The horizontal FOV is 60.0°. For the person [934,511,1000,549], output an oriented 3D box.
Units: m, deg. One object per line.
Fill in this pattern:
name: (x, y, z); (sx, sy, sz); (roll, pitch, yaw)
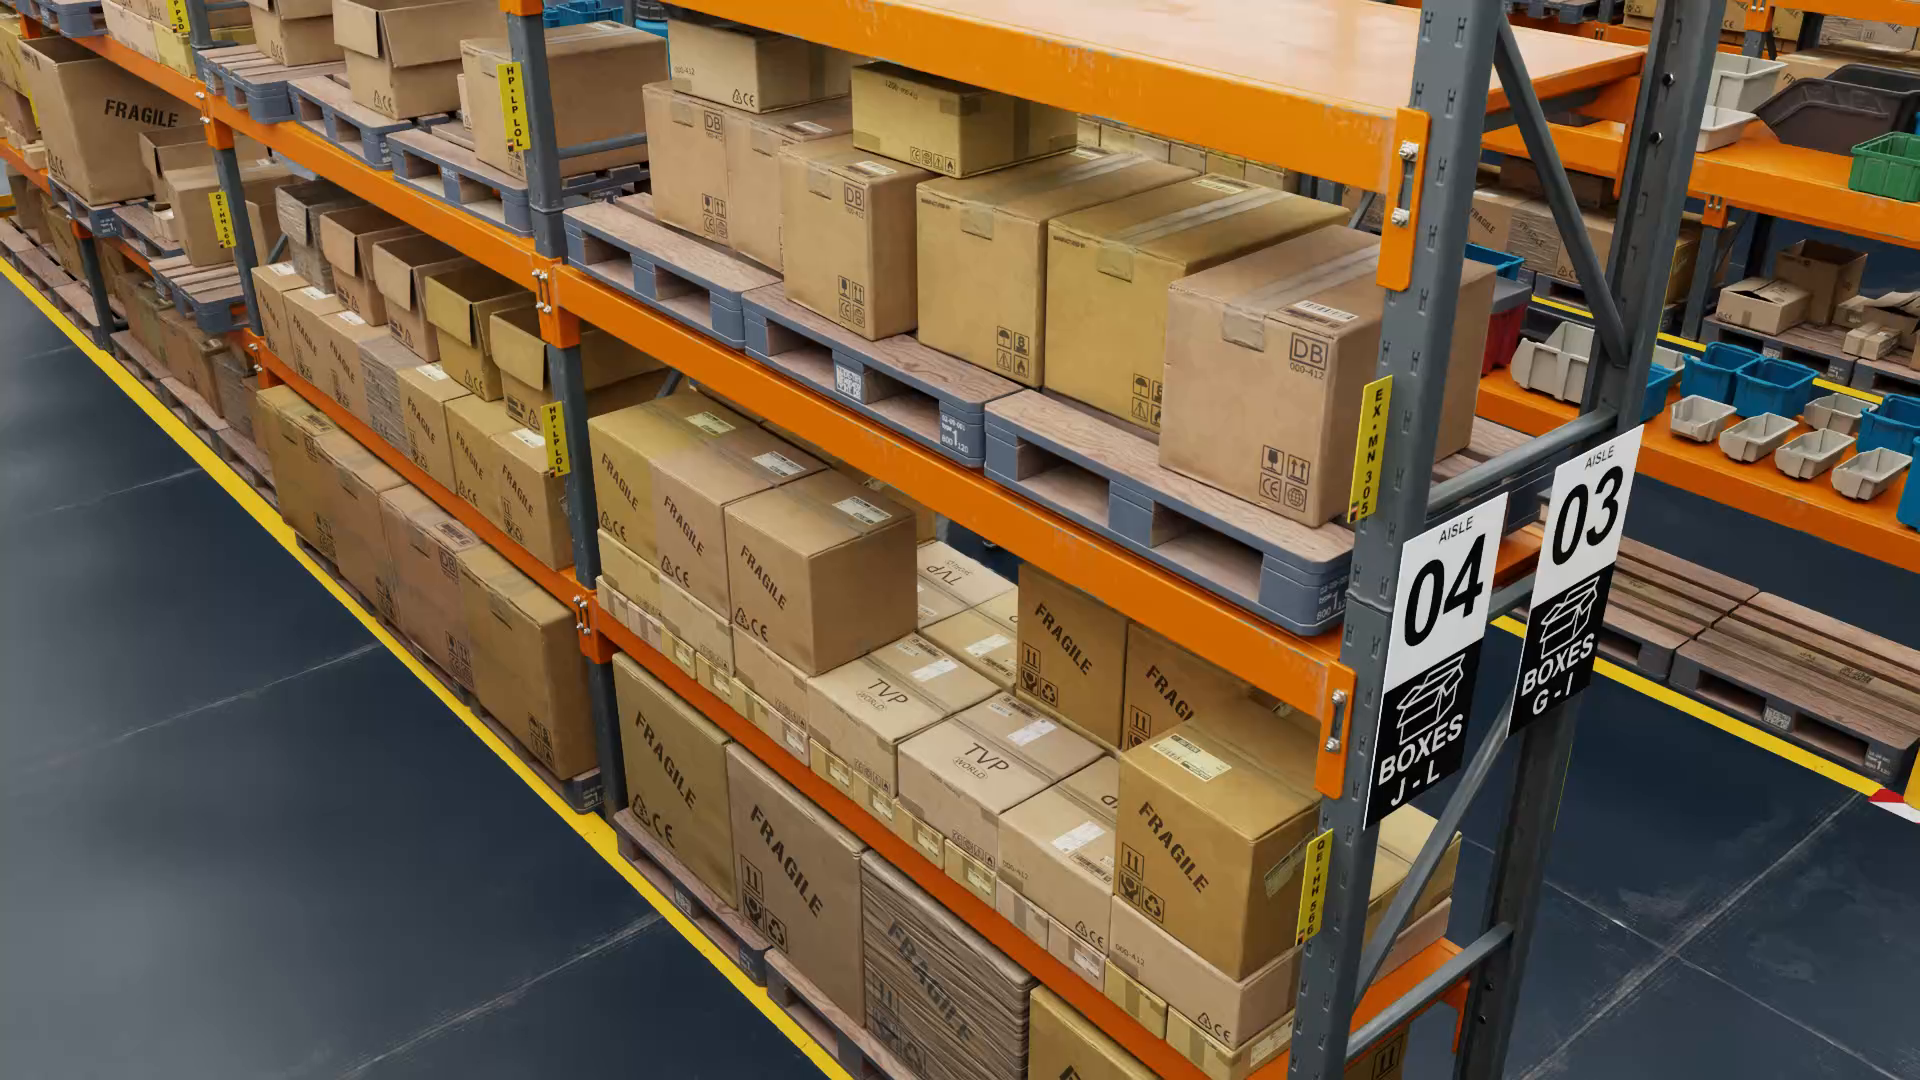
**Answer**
person: (0.037, -0.733, 9.983); (0.569, 1.743, 0.685); (16, 32, 28)
